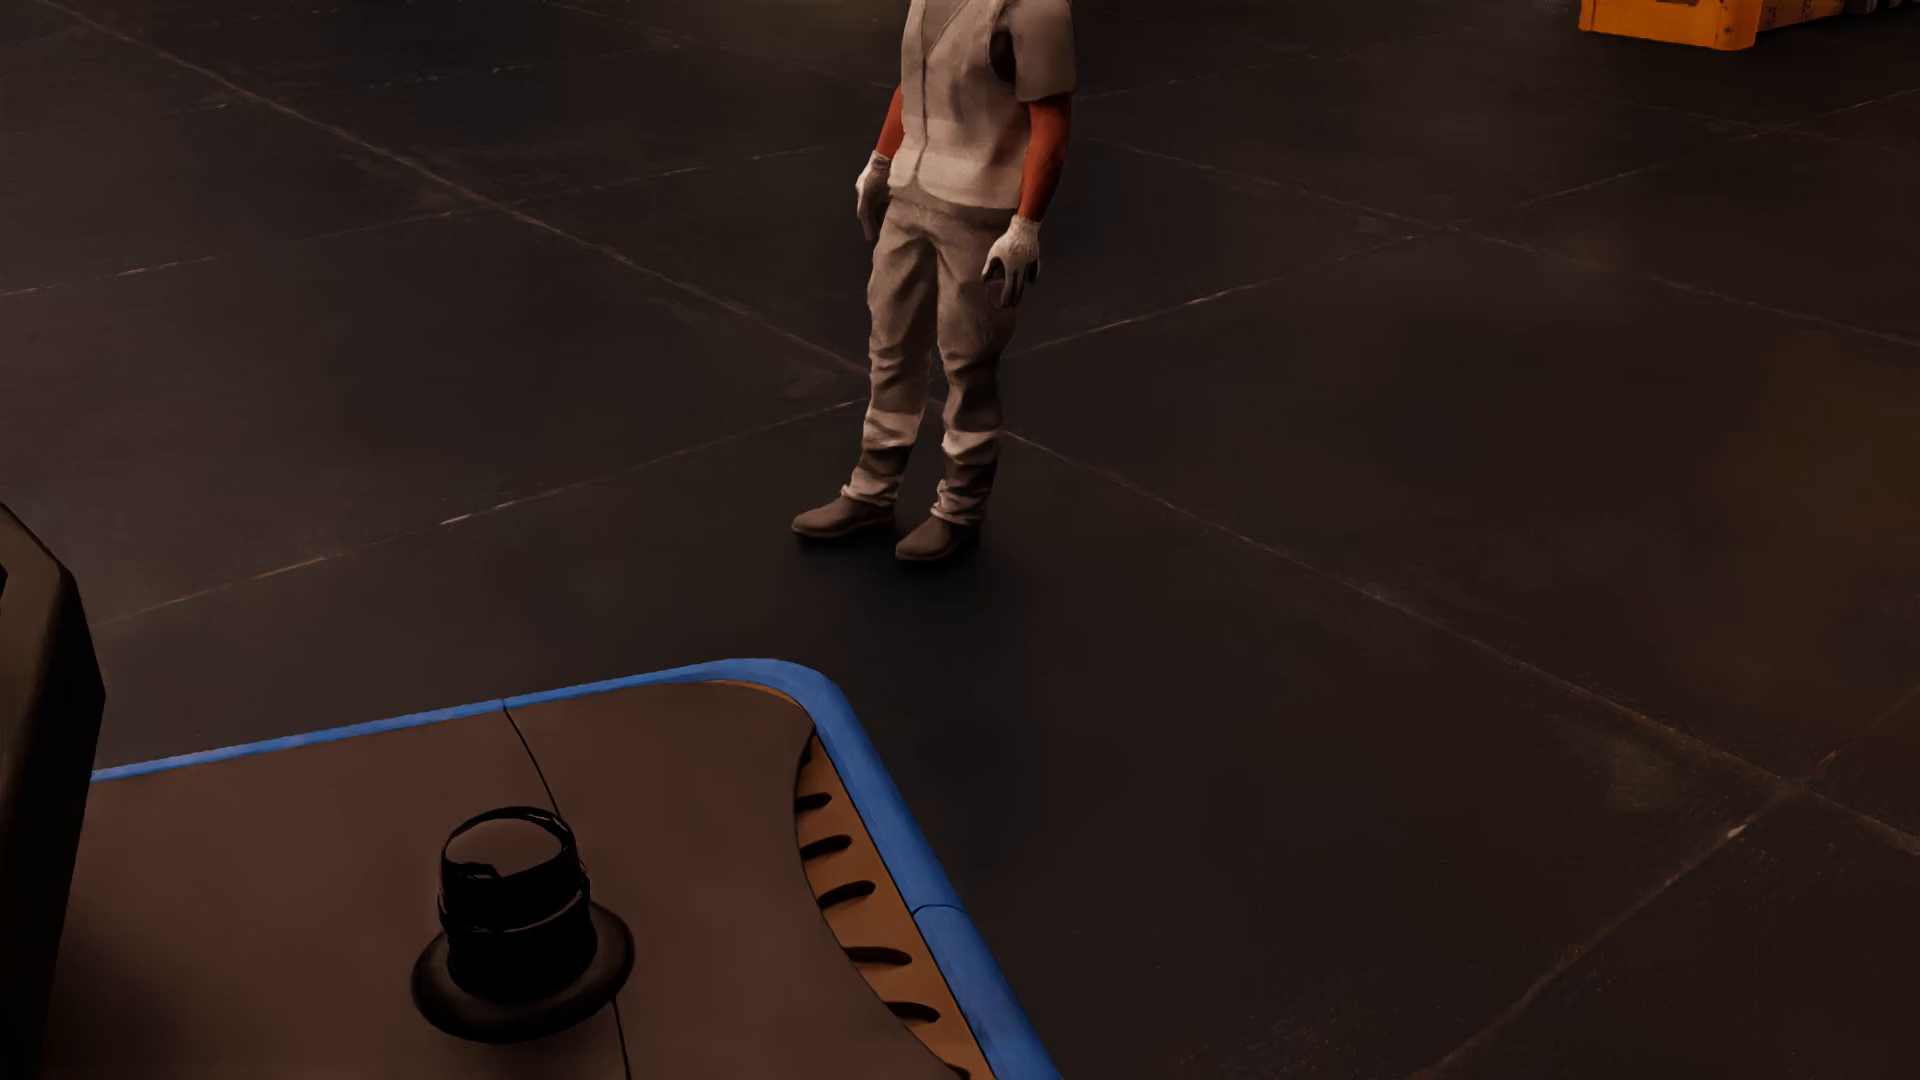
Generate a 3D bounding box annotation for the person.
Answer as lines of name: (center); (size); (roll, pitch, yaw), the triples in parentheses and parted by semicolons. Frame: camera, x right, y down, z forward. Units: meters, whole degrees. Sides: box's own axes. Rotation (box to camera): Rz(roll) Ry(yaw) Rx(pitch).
person: (-0.070, -0.788, 4.061); (0.559, 1.787, 0.637); (-20, 33, -35)
